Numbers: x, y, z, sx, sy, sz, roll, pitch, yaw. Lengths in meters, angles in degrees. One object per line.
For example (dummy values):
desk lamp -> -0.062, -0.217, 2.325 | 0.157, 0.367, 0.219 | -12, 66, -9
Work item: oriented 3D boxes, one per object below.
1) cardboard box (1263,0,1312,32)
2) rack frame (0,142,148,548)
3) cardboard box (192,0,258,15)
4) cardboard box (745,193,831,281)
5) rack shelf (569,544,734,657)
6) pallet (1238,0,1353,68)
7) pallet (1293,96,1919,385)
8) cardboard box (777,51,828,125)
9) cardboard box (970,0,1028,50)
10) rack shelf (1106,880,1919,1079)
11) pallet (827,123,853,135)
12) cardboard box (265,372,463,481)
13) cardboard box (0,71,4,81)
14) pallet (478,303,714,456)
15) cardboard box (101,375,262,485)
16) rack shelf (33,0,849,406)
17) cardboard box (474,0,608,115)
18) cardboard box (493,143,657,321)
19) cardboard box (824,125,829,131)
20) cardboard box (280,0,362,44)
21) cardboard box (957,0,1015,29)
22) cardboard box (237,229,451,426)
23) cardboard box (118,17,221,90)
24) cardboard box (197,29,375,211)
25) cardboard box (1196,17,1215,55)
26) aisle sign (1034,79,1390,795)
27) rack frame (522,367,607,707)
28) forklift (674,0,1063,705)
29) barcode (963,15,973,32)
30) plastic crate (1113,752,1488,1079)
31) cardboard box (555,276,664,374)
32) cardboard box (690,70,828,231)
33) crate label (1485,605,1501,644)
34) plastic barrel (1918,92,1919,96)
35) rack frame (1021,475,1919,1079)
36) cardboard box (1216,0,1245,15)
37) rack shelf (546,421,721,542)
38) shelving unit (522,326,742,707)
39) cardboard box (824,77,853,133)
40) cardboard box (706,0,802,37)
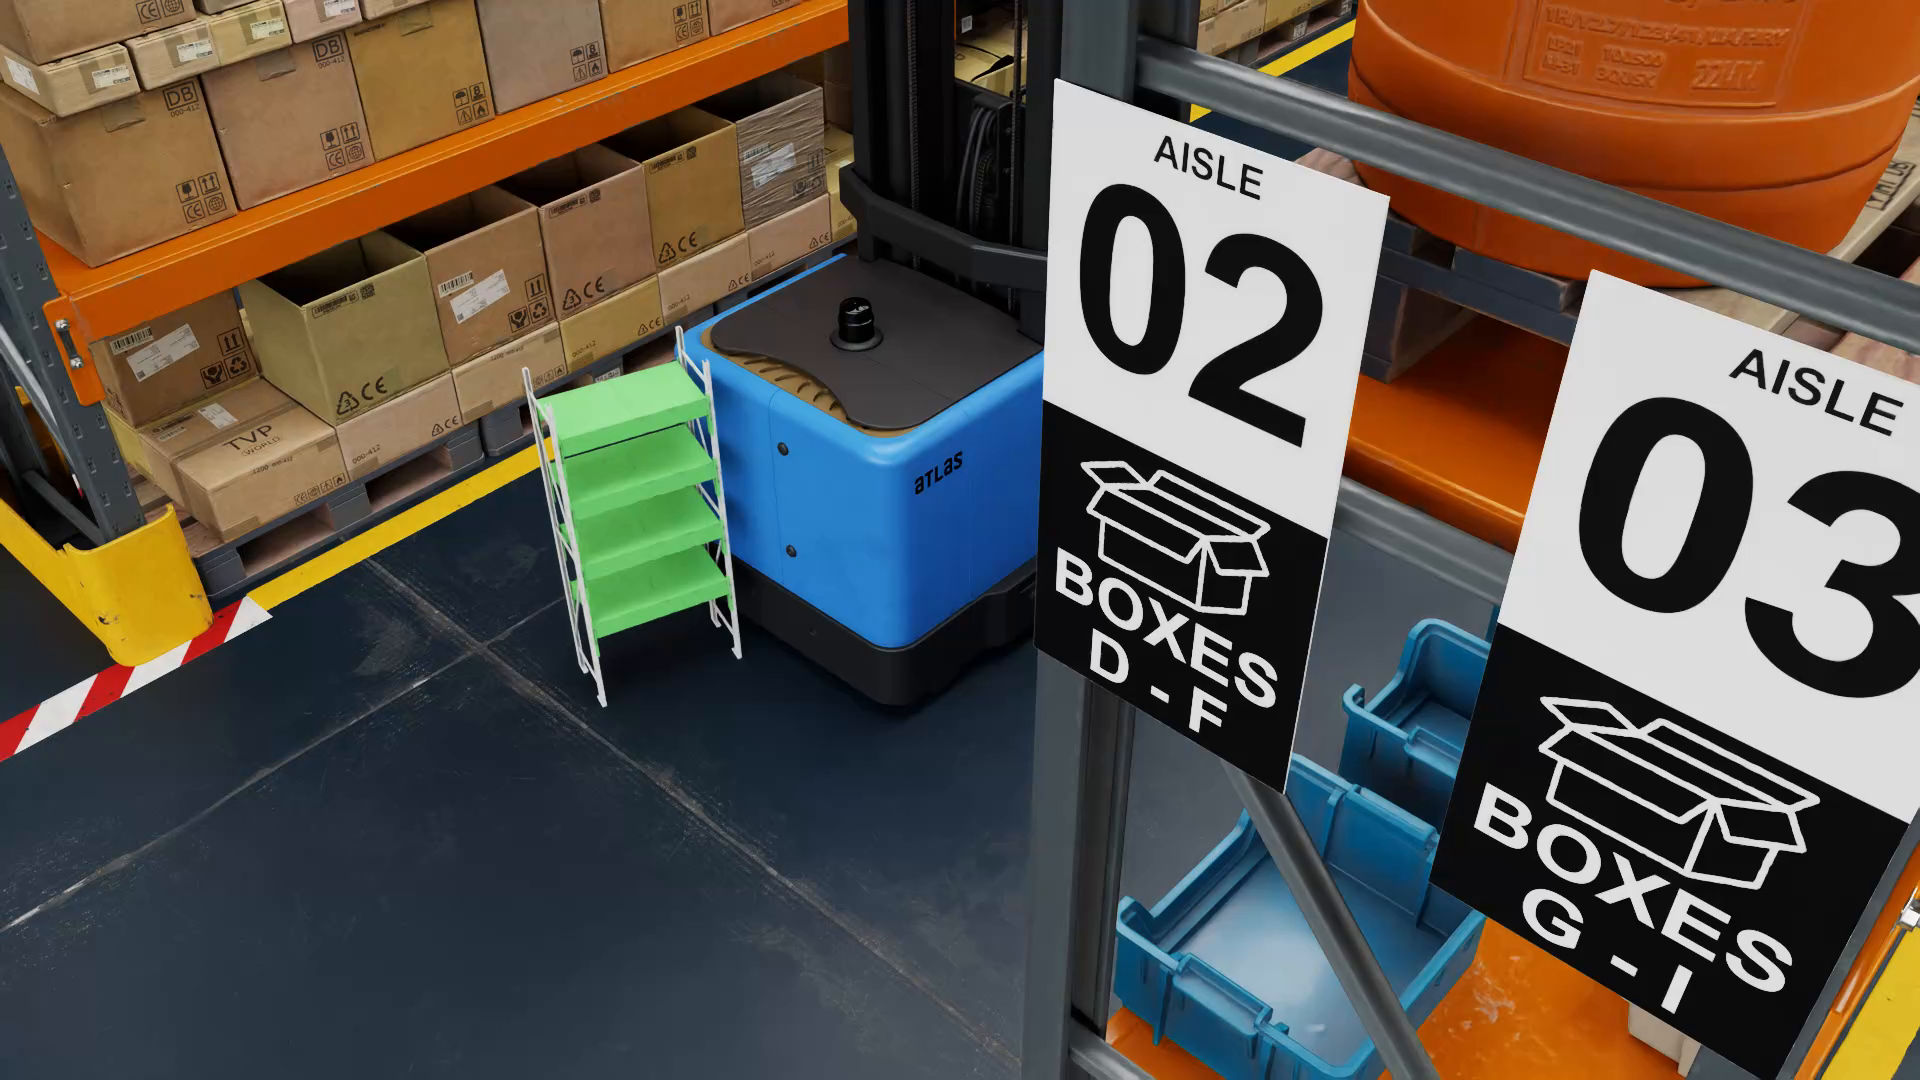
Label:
cardboard box -> 1.735, -3.239, 9.785 | 0.500, 0.250, 0.500 | 29, 47, 31
rack frame -> -3.142, -1.058, 5.170 | 1.000, 3.000, 0.127 | 30, 47, 32
cardboard box -> -2.431, -2.082, 5.335 | 0.700, 0.500, 0.500 | 28, 46, 31
cardboard box -> -0.939, -1.453, 7.539 | 0.500, 0.250, 0.500 | 30, 47, 32
rack shelf -> -1.031, 0.185, 5.542 | 0.480, 0.148, 0.258 | -19, 42, -22
pallet -> 1.671, -3.280, 10.205 | 1.003, 0.211, 1.213 | 30, 47, 32
pallet -> 1.142, -0.415, 2.104 | 1.003, 0.211, 1.213 | 30, 47, 32
cardboard box -> -0.987, -2.195, 7.870 | 0.500, 0.500, 0.500 | 30, 47, 32
cardboard box -> 0.361, -2.516, 8.425 | 0.500, 0.311, 0.500 | 29, 47, 31
rack shelf -> 1.861, 0.387, 3.932 | 1.077, 0.370, 4.000 | 30, 47, 32
pallet -> 0.025, -2.159, 8.795 | 1.003, 0.211, 1.213 | 30, 47, 32
cardboard box -> -2.281, -0.530, 6.378 | 0.500, 0.250, 0.500 | 30, 47, 32
cardboard box -> -3.025, -1.606, 5.258 | 0.380, 0.149, 0.250 | 29, 47, 31
pallet -> -1.834, -0.893, 7.203 | 1.003, 0.211, 1.213 | 30, 47, 32
cardboard box -> -2.998, -0.516, 6.361 | 0.500, 0.250, 0.500 | 30, 47, 32
rack shelf -> -1.793, -1.695, 6.549 | 1.077, 0.370, 4.000 | 30, 47, 32
cardboard box -> -1.775, -2.018, 6.298 | 0.700, 0.500, 0.500 | 31, 48, 33
cardboard box -> -1.602, -1.280, 6.719 | 0.500, 0.500, 0.500 | 30, 47, 32
cardboard box -> -0.980, -1.898, 8.098 | 0.500, 0.250, 0.500 | 30, 47, 32
cardboard box -> -2.201, -1.792, 5.492 | 0.380, 0.149, 0.250 | 29, 47, 31
cardboard box -> -0.035, -2.751, 8.721 | 0.500, 0.311, 0.500 | 31, 48, 33
cardboard box -> -2.280, -0.823, 6.144 | 0.500, 0.500, 0.500 | 30, 47, 32
cardboard box -> -2.542, -1.563, 5.204 | 0.380, 0.149, 0.250 | 28, 46, 31
cardboard box -> -2.467, -1.549, 5.708 | 0.700, 0.500, 0.500 | 31, 48, 33
cardboard box -> 1.049, -2.771, 9.197 | 0.500, 0.250, 0.500 | 31, 48, 33
aisle sign -> 0.244, -0.085, 1.858 | 0.394, 0.787, 0.004 | 30, 47, 32
rack frame -> -1.244, 0.021, 5.260 | 0.015, 1.200, 0.240 | -19, 42, -22
forklift -> 0.425, -1.437, 5.702 | 1.130, 2.935, 3.031 | 30, 47, 32
barcode -> 0.036, -2.407, 7.751 | 0.001, 0.075, 0.075 | 30, 47, 32
plastic crate -> 0.629, 0.727, 3.046 | 0.499, 0.251, 0.616 | 30, 47, 32
cardboard box -> -1.603, -0.987, 6.953 | 0.500, 0.250, 0.500 | 30, 47, 32
cardboard box -> -0.941, -1.747, 7.307 | 0.500, 0.500, 0.500 | 30, 47, 32
crate label -> 1.554, 0.051, 3.747 | 0.502, 0.435, 0.616 | 30, 47, 32
plastic barrel -> 1.187, -0.965, 2.155 | 0.600, 0.588, 0.600 | 0, 38, 0
rack frame -> 0.512, 1.024, 2.552 | 1.000, 3.000, 0.127 | 30, 47, 32
cardboard box -> 1.395, -3.224, 9.316 | 0.500, 0.311, 0.500 | 29, 47, 32
rack shelf -> -1.031, -0.191, 5.243 | 0.480, 0.148, 0.258 | -19, 42, -22
shelving unit -> -1.031, -0.053, 5.353 | 0.503, 1.200, 0.258 | -19, 42, -22
cardboard box -> -0.377, -2.296, 8.599 | 0.500, 0.250, 0.500 | 29, 47, 31
cardboard box -> -1.089, -2.483, 6.882 | 0.700, 0.500, 0.500 | 29, 47, 31
